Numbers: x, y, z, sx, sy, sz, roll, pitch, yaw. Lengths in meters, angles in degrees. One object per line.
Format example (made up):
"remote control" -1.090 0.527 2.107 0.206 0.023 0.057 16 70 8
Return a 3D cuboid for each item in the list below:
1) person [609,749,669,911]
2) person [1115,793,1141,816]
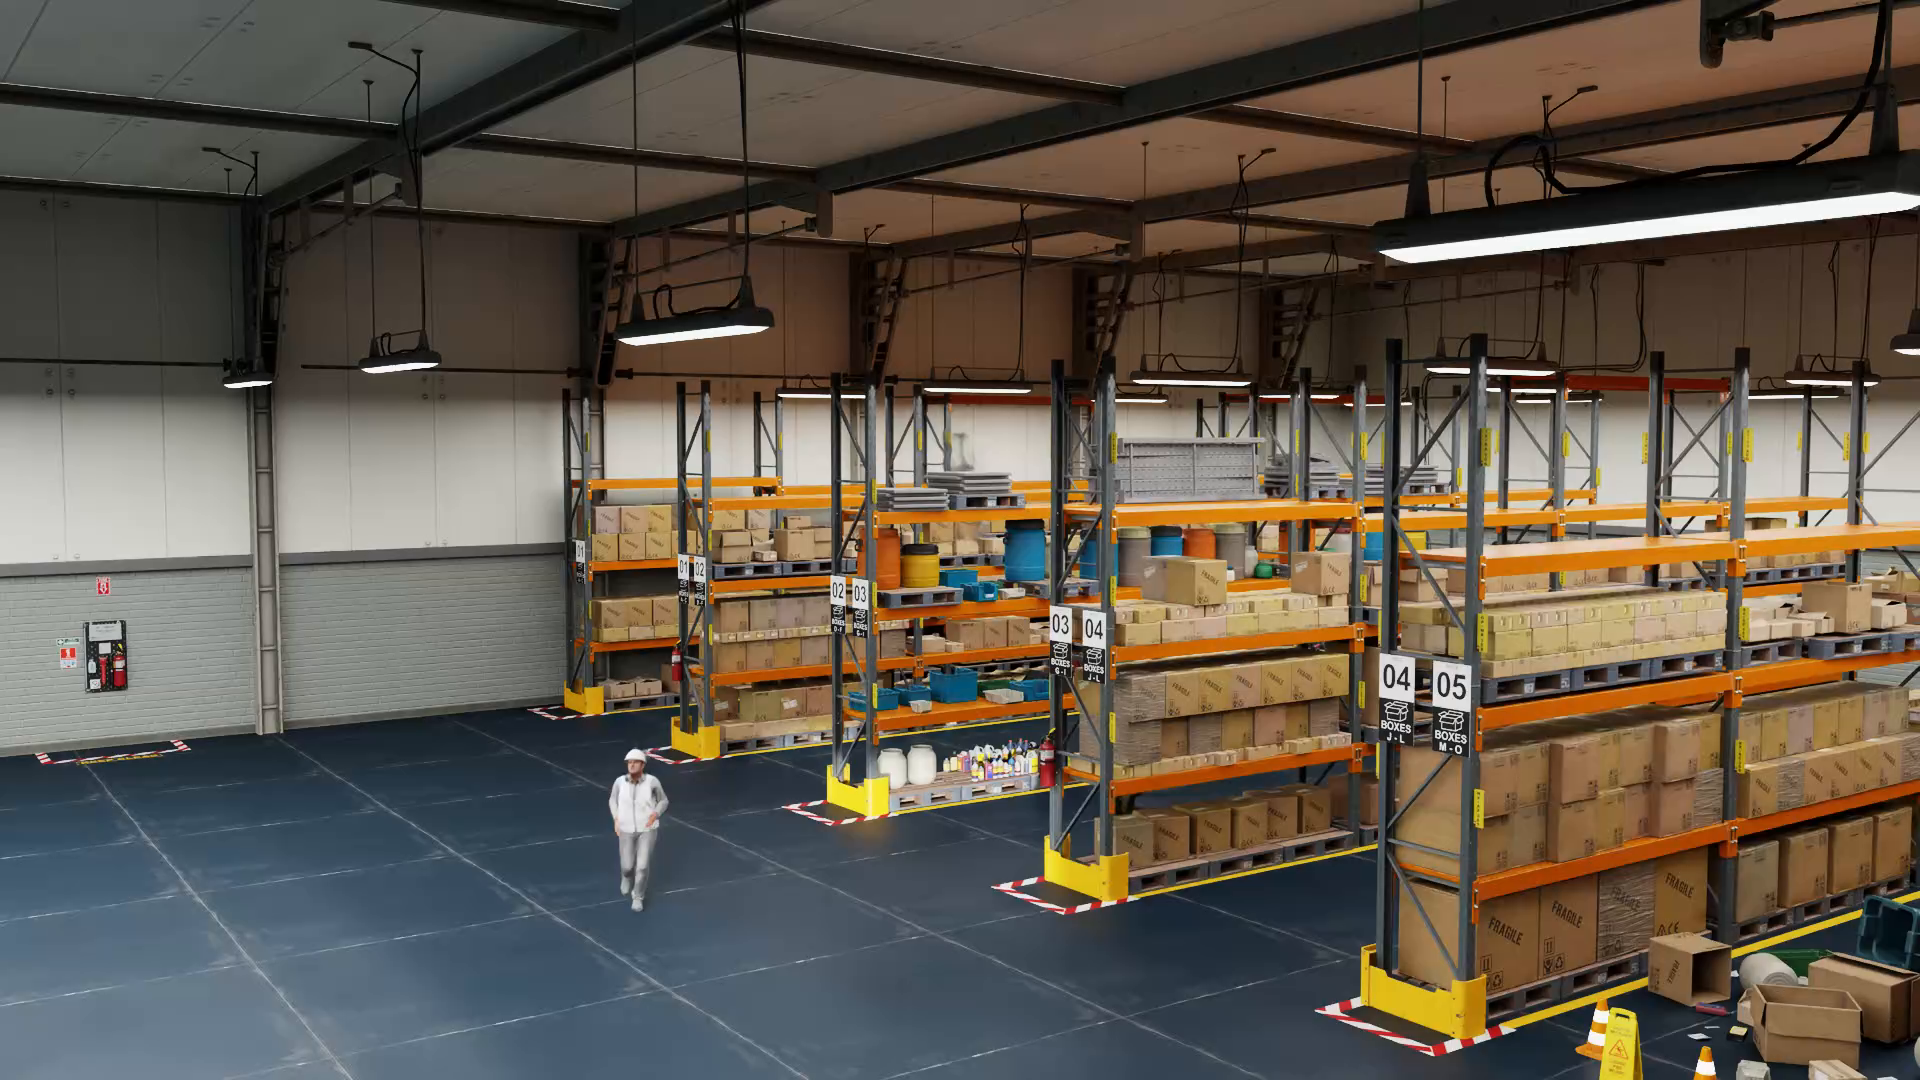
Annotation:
"person" -3.502 3.141 18.117 0.656 1.746 0.627 0 4 -3
"person" 2.076 2.953 20.876 0.714 1.736 0.616 3 5 43
